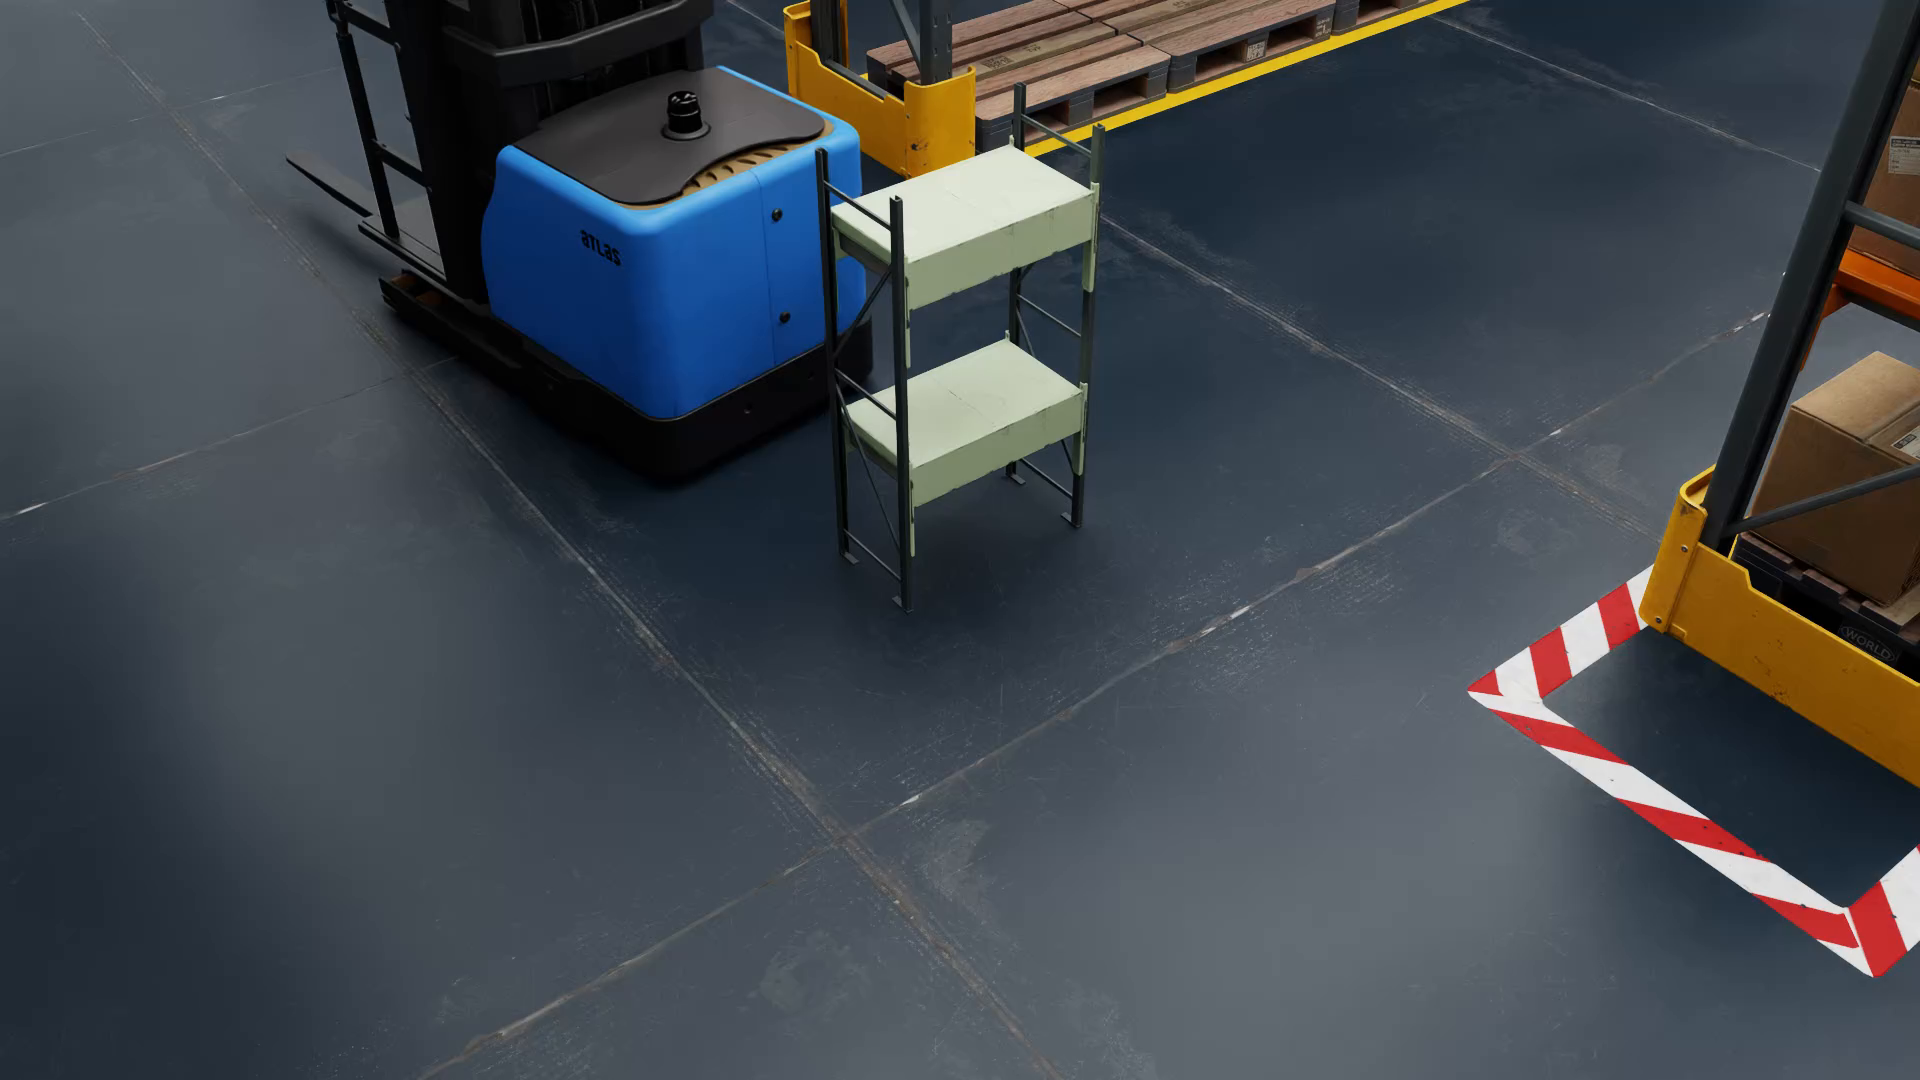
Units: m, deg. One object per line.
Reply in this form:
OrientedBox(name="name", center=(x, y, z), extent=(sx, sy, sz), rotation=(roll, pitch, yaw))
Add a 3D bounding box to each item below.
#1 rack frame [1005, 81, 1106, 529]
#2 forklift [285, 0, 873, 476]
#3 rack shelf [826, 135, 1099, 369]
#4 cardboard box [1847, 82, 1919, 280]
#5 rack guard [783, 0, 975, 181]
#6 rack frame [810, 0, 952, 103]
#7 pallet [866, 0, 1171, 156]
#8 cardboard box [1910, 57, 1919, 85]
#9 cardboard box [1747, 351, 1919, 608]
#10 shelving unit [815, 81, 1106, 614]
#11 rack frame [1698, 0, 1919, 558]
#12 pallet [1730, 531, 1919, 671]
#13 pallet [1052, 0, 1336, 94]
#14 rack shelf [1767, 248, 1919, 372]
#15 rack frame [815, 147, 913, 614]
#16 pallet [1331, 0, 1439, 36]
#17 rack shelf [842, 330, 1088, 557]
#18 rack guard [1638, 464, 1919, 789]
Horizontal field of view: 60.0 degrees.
OrientedBox(name="rack frame", center=(0.296, -0.724, 5.450), extent=(0.023, 1.500, 0.400), rotation=(-26, 46, -28))
OrientedBox(name="forklift", center=(-1.741, -2.186, 6.104), extent=(3.031, 2.935, 1.130), rotation=(32, 49, 33))
OrientedBox(name="rack shelf", center=(0.005, -0.884, 5.030), extent=(0.720, 0.370, 0.431), rotation=(-26, 46, -28))
OrientedBox(name="cardboard box", center=(2.820, -1.011, 4.538), extent=(0.500, 0.500, 0.500), rotation=(-25, 45, -27))
OrientedBox(name="rack guard", center=(-0.396, -2.172, 8.004), extent=(0.348, 0.500, 1.175), rotation=(-26, 46, -28))
OrientedBox(name="rack frame", center=(-0.385, -3.155, 7.231), extent=(0.127, 3.000, 1.000), rotation=(-26, 46, -28))
OrientedBox(name="pallet", center=(0.293, -2.376, 8.480), extent=(1.213, 0.211, 1.003), rotation=(-26, 46, -28))
OrientedBox(name="cardboard box", center=(2.816, -1.398, 4.222), extent=(0.500, 0.500, 0.500), rotation=(-26, 46, -28))
OrientedBox(name="cardboard box", center=(2.912, -0.200, 5.253), extent=(0.500, 0.500, 0.500), rotation=(-26, 46, -28))
OrientedBox(name="shelving unit", center=(0.005, -0.582, 5.277), extent=(0.755, 1.500, 0.431), rotation=(-26, 46, -28))
OrientedBox(name="rack frame", center=(2.631, -0.662, 4.192), extent=(0.127, 3.000, 1.000), rotation=(-26, 46, -28))
OrientedBox(name="pallet", center=(3.323, 0.078, 5.489), extent=(1.213, 0.211, 1.003), rotation=(-26, 46, -28))
OrientedBox(name="pallet", center=(1.260, -2.845, 9.051), extent=(1.213, 0.211, 1.003), rotation=(-26, 46, -28))
OrientedBox(name="rack shelf", center=(4.217, -1.157, 5.363), extent=(4.000, 0.370, 1.077), rotation=(-26, 46, -28))
OrientedBox(name="rack frame", center=(-0.285, -0.441, 5.105), extent=(0.023, 1.500, 0.400), rotation=(-26, 46, -28))
OrientedBox(name="pallet", center=(2.228, -3.319, 9.629), extent=(1.213, 0.211, 1.003), rotation=(-26, 46, -28))
OrientedBox(name="rack shelf", center=(0.005, -0.330, 5.484), extent=(0.720, 0.370, 0.431), rotation=(-26, 46, -28))
OrientedBox(name="rack guard", center=(2.691, 0.275, 5.021), extent=(0.348, 0.500, 1.175), rotation=(-26, 46, -28))
